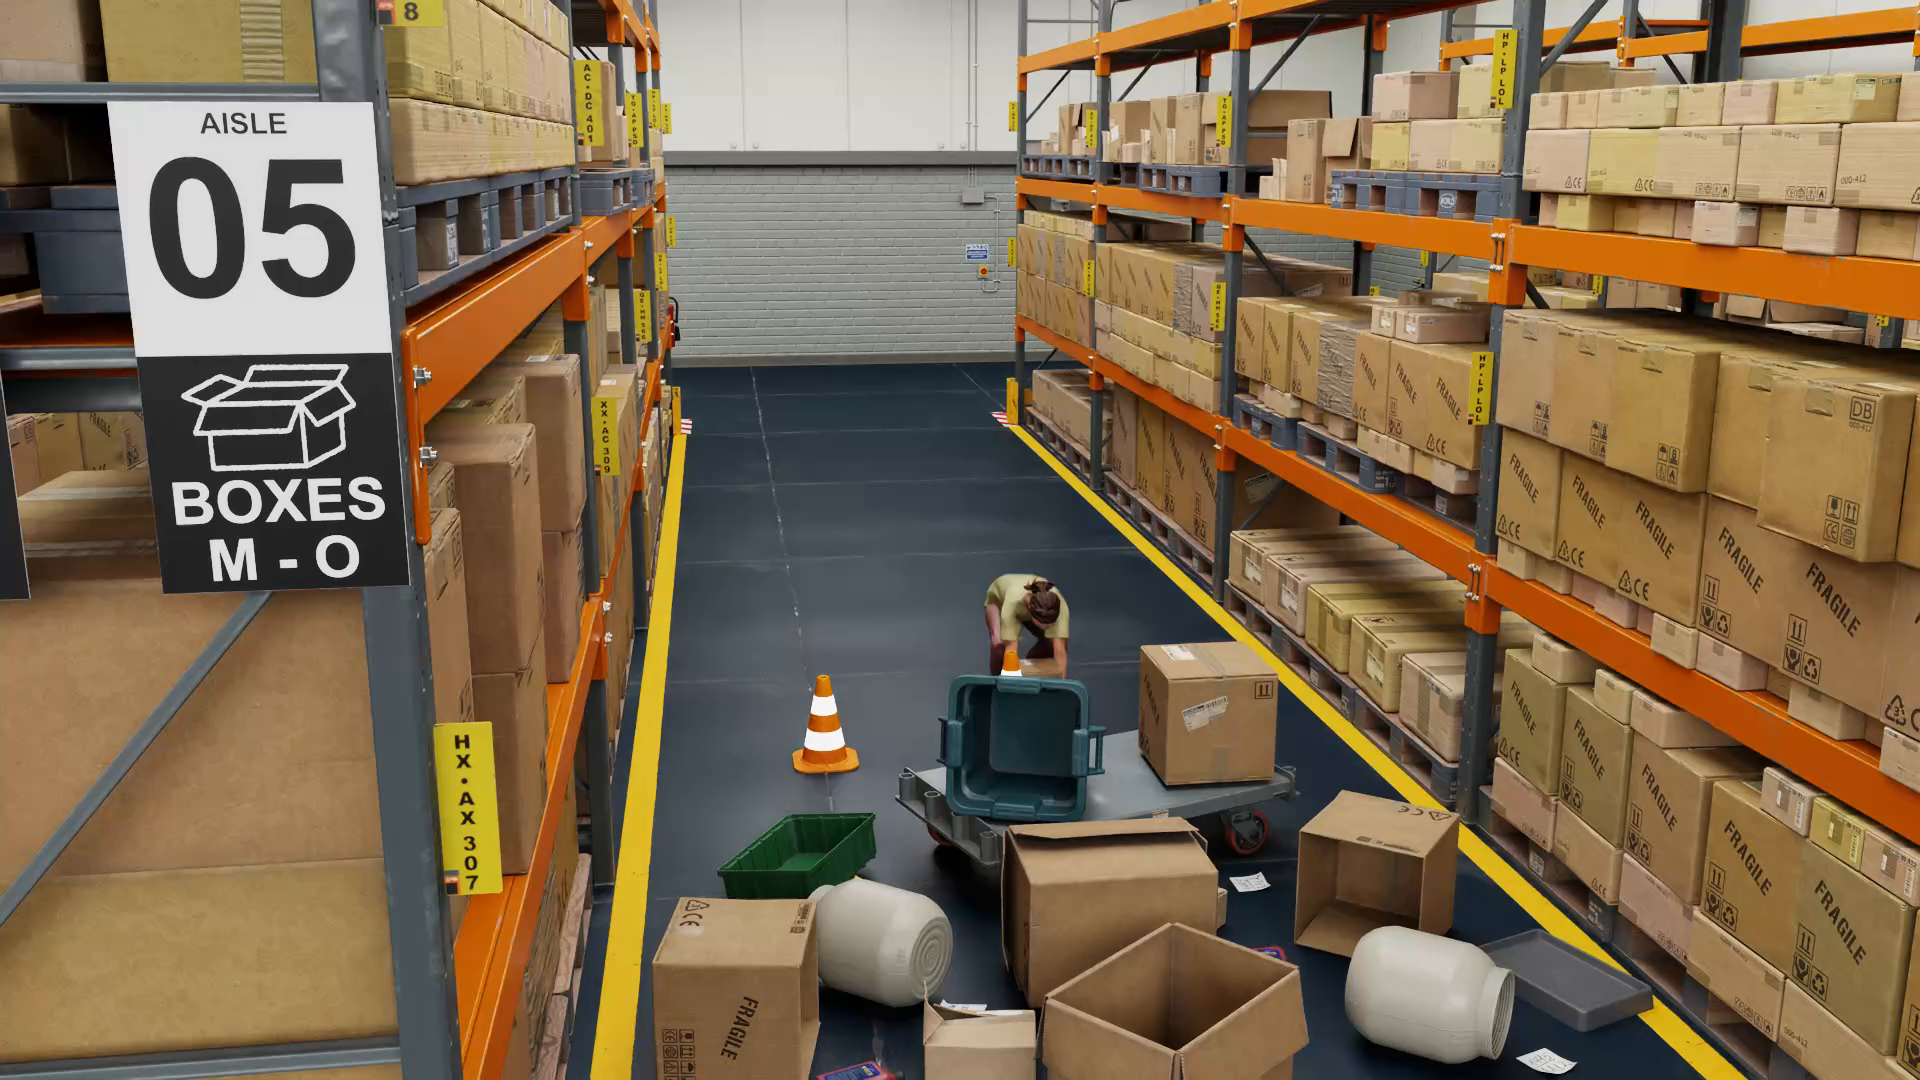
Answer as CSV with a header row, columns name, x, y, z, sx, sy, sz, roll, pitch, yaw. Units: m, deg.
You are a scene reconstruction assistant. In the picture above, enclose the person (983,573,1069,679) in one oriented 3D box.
name,x,y,z,sx,sy,sz,roll,pitch,yaw
person,0.392,0.540,9.772,0.458,0.762,0.859,-2,13,-10
